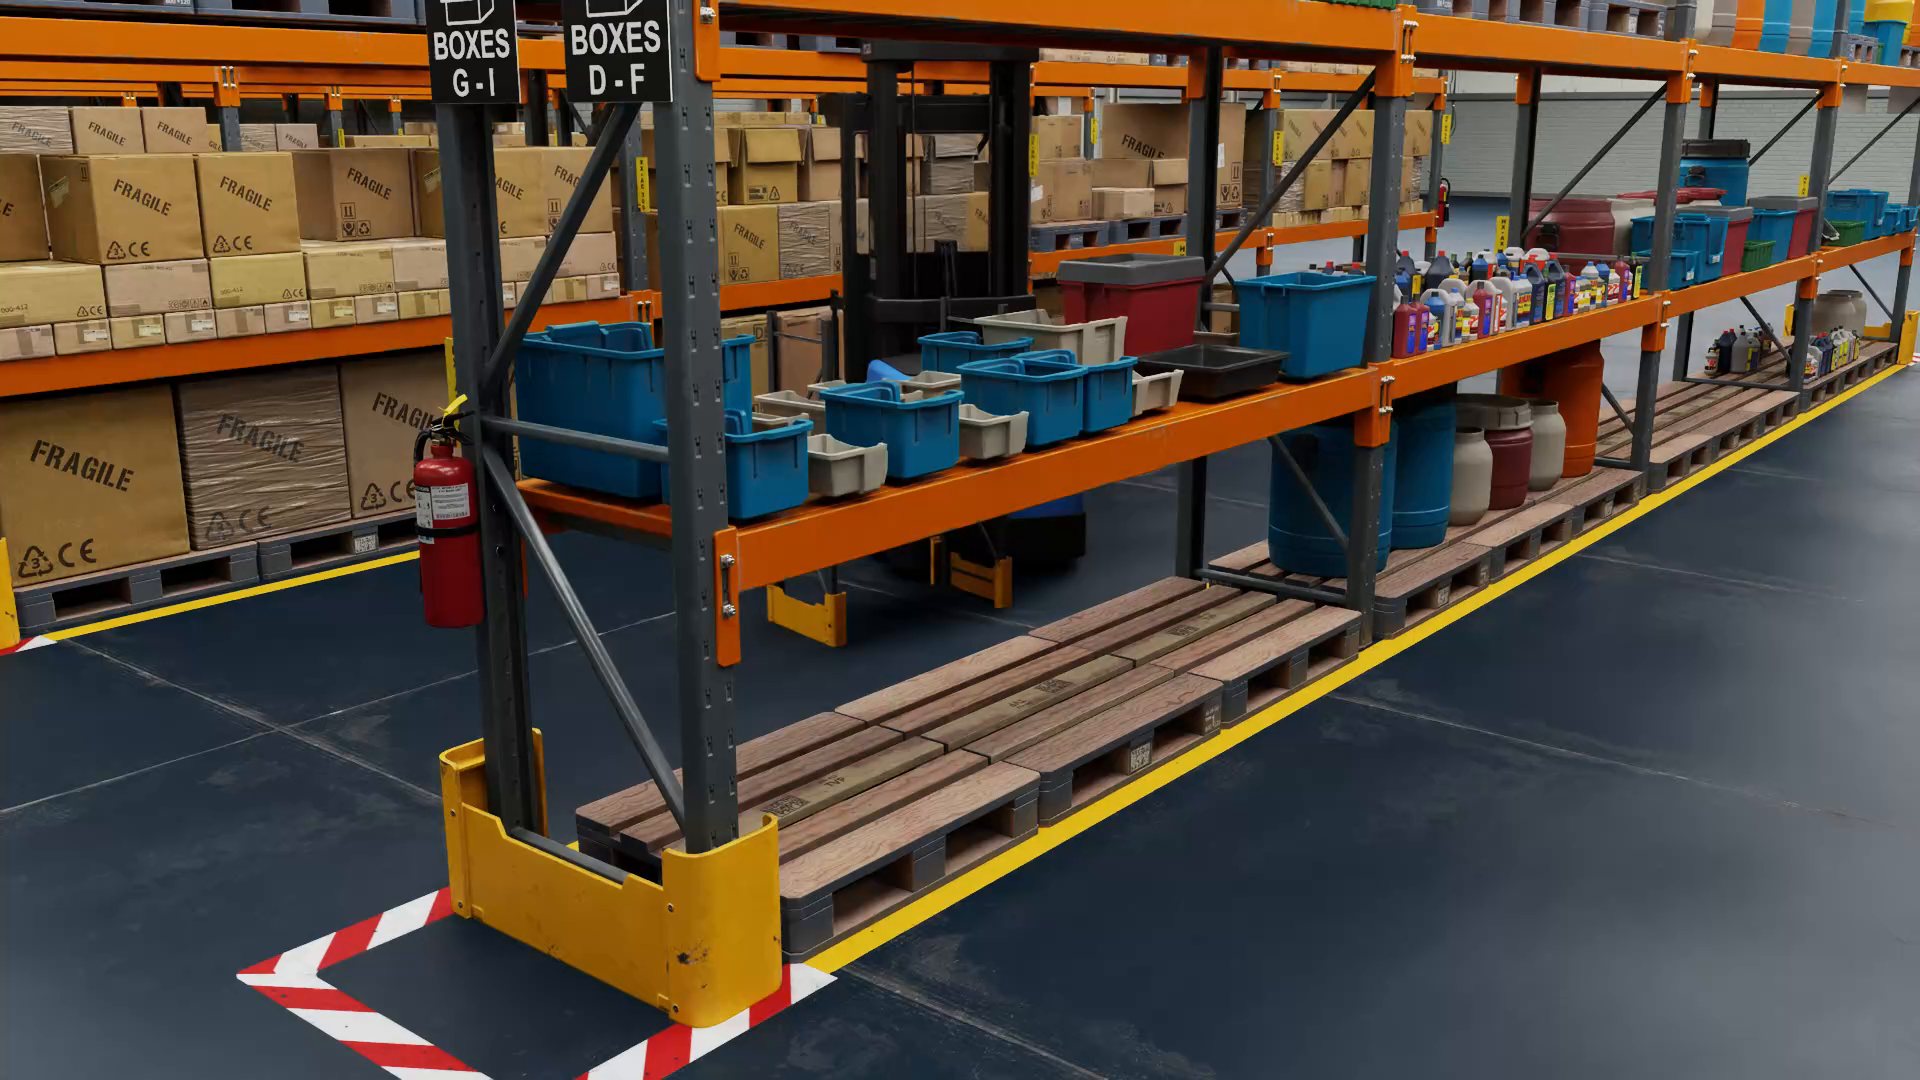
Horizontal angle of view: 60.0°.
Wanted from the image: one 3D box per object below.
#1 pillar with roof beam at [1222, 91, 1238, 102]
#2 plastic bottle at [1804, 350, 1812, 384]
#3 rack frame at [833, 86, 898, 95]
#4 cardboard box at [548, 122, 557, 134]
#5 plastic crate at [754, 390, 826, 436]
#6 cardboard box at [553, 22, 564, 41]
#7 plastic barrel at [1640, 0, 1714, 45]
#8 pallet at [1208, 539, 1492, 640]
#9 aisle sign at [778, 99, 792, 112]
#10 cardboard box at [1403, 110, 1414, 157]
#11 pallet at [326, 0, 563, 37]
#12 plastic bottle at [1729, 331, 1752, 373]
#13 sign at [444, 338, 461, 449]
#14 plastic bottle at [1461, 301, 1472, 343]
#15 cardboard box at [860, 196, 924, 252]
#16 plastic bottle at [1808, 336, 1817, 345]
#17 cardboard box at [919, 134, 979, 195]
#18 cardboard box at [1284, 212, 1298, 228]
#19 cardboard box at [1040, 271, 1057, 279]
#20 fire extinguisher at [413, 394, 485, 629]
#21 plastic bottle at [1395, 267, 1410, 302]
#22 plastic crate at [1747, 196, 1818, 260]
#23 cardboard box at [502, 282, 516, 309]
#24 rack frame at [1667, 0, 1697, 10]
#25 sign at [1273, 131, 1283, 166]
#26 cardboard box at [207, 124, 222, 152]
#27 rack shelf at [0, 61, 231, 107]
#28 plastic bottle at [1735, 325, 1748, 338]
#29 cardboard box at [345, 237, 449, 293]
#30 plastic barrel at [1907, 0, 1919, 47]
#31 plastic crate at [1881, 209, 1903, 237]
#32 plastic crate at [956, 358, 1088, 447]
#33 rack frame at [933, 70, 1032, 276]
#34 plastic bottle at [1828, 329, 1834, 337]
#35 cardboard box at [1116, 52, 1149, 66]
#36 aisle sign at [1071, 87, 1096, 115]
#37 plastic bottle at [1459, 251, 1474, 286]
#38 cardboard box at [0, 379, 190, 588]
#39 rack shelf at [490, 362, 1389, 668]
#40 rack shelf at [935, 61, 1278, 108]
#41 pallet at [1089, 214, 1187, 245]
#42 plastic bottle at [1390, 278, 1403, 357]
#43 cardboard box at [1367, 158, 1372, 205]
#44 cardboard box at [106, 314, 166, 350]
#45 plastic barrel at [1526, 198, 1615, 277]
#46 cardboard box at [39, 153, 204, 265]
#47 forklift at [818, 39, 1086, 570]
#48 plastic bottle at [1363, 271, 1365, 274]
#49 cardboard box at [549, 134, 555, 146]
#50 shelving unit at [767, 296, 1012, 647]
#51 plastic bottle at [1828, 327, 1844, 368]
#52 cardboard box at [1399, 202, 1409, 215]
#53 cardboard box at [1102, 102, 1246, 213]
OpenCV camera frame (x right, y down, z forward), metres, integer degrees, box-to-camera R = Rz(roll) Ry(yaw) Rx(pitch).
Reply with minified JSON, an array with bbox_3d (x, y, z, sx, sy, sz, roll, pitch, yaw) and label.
[{"bbox_3d":[10.894,-13.242,43.471,9.100,9.000,0.400,11,18,38],"label":"pillar with roof beam"},{"bbox_3d":[7.051,-1.448,13.880,0.097,0.271,0.097,0,14,0],"label":"plastic bottle"},{"bbox_3d":[-1.137,-4.118,19.740,1.000,3.000,0.127,11,18,38],"label":"rack frame"},{"bbox_3d":[-5.621,-5.540,22.359,0.380,0.149,0.250,11,18,37],"label":"cardboard box"},{"bbox_3d":[-0.467,-0.405,5.538,0.396,0.136,0.243,11,18,38],"label":"plastic crate"},{"bbox_3d":[-3.812,-4.705,15.757,0.500,0.500,0.500,11,18,38],"label":"cardboard box"},{"bbox_3d":[4.429,-3.318,10.274,0.421,0.512,0.421,0,14,0],"label":"plastic barrel"},{"bbox_3d":[1.999,0.178,8.494,1.003,0.211,1.213,11,18,38],"label":"pallet"},{"bbox_3d":[-2.739,-6.950,25.610,0.394,0.787,0.004,11,18,38],"label":"aisle sign"},{"bbox_3d":[4.708,-4.534,18.540,0.500,0.500,0.500,11,18,38],"label":"cardboard box"},{"bbox_3d":[-2.893,-3.054,9.642,1.003,0.211,1.213,11,18,38],"label":"pallet"},{"bbox_3d":[6.802,-1.639,14.470,0.144,0.351,0.185,11,18,38],"label":"plastic bottle"},{"bbox_3d":[-1.470,-0.427,4.881,0.100,0.325,0.005,11,18,38],"label":"sign"},{"bbox_3d":[2.454,-1.072,8.155,0.097,0.201,0.097,0,14,0],"label":"plastic bottle"},{"bbox_3d":[-0.616,-2.286,12.326,0.500,0.500,0.500,11,18,36],"label":"cardboard box"},{"bbox_3d":[7.595,-1.683,14.796,0.152,0.276,0.135,11,18,38],"label":"plastic bottle"},{"bbox_3d":[-0.329,-2.962,12.949,0.797,0.503,0.637,12,19,39],"label":"cardboard box"},{"bbox_3d":[3.194,-3.249,16.832,0.380,0.149,0.250,11,18,38],"label":"cardboard box"},{"bbox_3d":[1.002,-3.917,22.414,0.875,0.875,0.875,11,18,38],"label":"cardboard box"},{"bbox_3d":[-1.481,-0.089,4.797,0.296,0.674,0.183,11,18,38],"label":"fire extinguisher"},{"bbox_3d":[2.438,-1.375,9.203,0.097,0.271,0.097,0,14,0],"label":"plastic bottle"},{"bbox_3d":[6.443,-2.455,13.066,0.402,0.464,0.583,11,18,38],"label":"plastic crate"},{"bbox_3d":[-2.792,-1.420,9.631,0.380,0.149,0.250,12,18,39],"label":"cardboard box"},{"bbox_3d":[3.996,-4.706,9.871,1.000,3.000,0.127,11,18,38],"label":"rack frame"},{"bbox_3d":[3.091,-3.807,16.164,0.100,0.325,0.005,11,18,38],"label":"sign"},{"bbox_3d":[-8.320,-4.298,18.217,0.500,0.500,0.500,11,18,38],"label":"cardboard box"},{"bbox_3d":[-7.422,-3.308,11.920,1.077,0.370,4.000,11,18,38],"label":"rack shelf"},{"bbox_3d":[7.014,-1.760,14.946,0.144,0.351,0.185,11,18,37],"label":"plastic bottle"},{"bbox_3d":[-3.088,-1.548,9.324,0.500,0.250,0.500,12,18,39],"label":"cardboard box"},{"bbox_3d":[8.817,-5.083,15.723,0.600,0.830,0.708,11,18,38],"label":"plastic barrel"},{"bbox_3d":[8.529,-2.993,15.613,0.499,0.251,0.408,11,18,38],"label":"plastic crate"},{"bbox_3d":[0.206,-0.463,5.570,0.416,0.233,0.300,11,18,38],"label":"plastic crate"},{"bbox_3d":[0.143,-2.565,13.627,1.000,3.000,0.127,11,18,38],"label":"rack frame"},{"bbox_3d":[7.948,-1.780,15.160,0.061,0.283,0.133,11,18,38],"label":"plastic bottle"},{"bbox_3d":[1.275,-4.195,14.255,0.500,0.250,0.500,12,18,39],"label":"cardboard box"},{"bbox_3d":[1.655,-6.111,22.306,0.394,0.787,0.004,11,18,38],"label":"aisle sign"},{"bbox_3d":[3.062,-1.602,10.073,0.061,0.283,0.133,11,18,38],"label":"plastic bottle"},{"bbox_3d":[-4.545,-0.341,8.337,0.875,0.875,0.875,11,18,38],"label":"cardboard box"},{"bbox_3d":[0.225,-0.301,6.175,1.077,0.370,4.000,11,18,38],"label":"rack shelf"},{"bbox_3d":[1.400,-4.053,14.854,1.077,0.370,4.000,11,18,38],"label":"rack shelf"},{"bbox_3d":[1.356,-2.857,15.167,1.003,0.211,1.213,11,18,38],"label":"pallet"},{"bbox_3d":[1.980,-1.033,7.698,0.144,0.351,0.185,11,18,38],"label":"plastic bottle"},{"bbox_3d":[4.236,-3.985,18.410,0.875,0.500,0.500,11,18,38],"label":"cardboard box"},{"bbox_3d":[-4.084,-1.026,8.081,0.380,0.149,0.250,11,18,36],"label":"cardboard box"},{"bbox_3d":[4.052,-2.000,11.127,0.600,0.536,0.708,11,18,38],"label":"plastic barrel"},{"bbox_3d":[-4.059,-1.613,8.060,0.500,0.500,0.500,11,18,36],"label":"cardboard box"},{"bbox_3d":[-0.211,-1.582,9.898,1.130,2.935,3.031,-4,15,-15],"label":"forklift"},{"bbox_3d":[2.109,-1.290,8.860,0.152,0.276,0.135,11,18,38],"label":"plastic bottle"},{"bbox_3d":[-5.473,-5.041,21.716,0.500,0.500,0.500,11,18,38],"label":"cardboard box"},{"bbox_3d":[-0.339,-0.368,8.026,1.083,1.500,0.587,-11,18,-37],"label":"shelving unit"},{"bbox_3d":[7.726,-1.702,14.715,0.144,0.351,0.185,11,18,37],"label":"plastic bottle"},{"bbox_3d":[4.878,-3.785,18.940,0.380,0.149,0.250,11,18,38],"label":"cardboard box"},{"bbox_3d":[2.049,-3.695,16.003,1.000,1.000,1.000,11,18,38],"label":"cardboard box"}]
